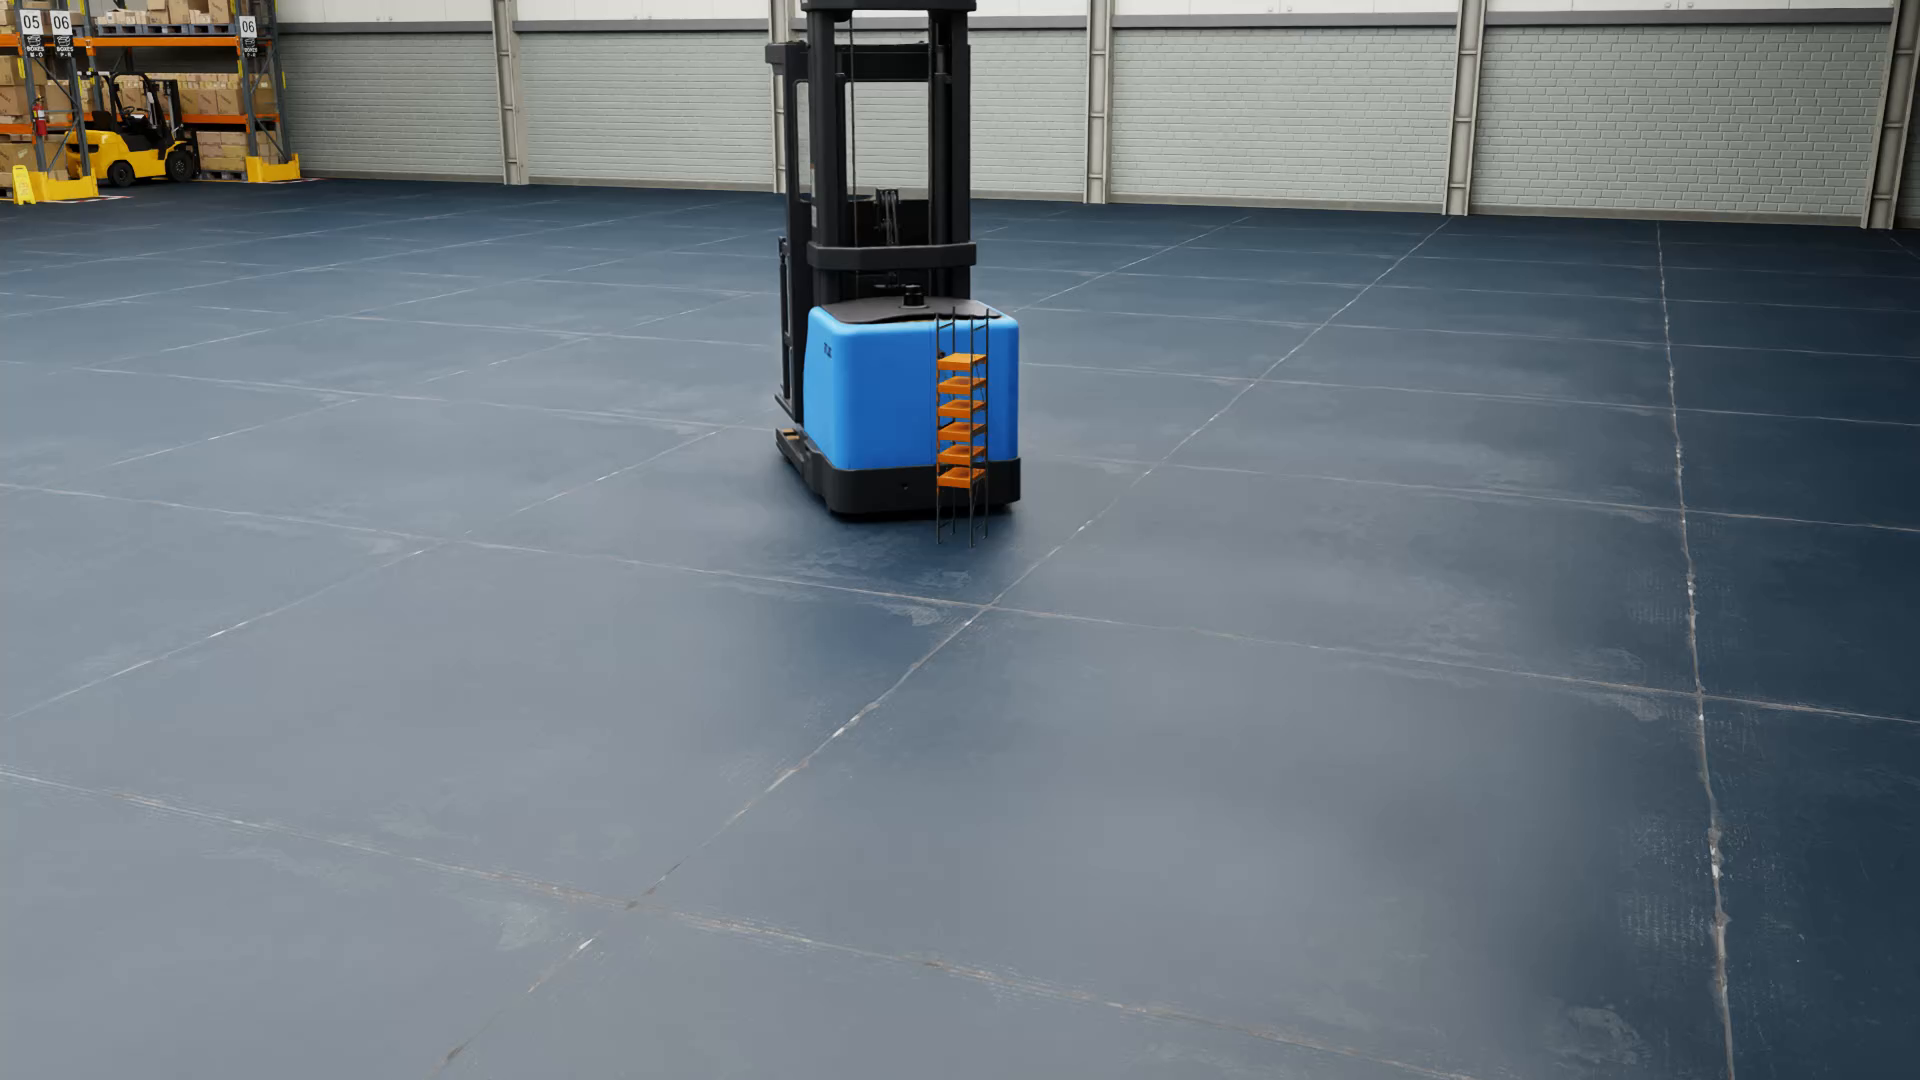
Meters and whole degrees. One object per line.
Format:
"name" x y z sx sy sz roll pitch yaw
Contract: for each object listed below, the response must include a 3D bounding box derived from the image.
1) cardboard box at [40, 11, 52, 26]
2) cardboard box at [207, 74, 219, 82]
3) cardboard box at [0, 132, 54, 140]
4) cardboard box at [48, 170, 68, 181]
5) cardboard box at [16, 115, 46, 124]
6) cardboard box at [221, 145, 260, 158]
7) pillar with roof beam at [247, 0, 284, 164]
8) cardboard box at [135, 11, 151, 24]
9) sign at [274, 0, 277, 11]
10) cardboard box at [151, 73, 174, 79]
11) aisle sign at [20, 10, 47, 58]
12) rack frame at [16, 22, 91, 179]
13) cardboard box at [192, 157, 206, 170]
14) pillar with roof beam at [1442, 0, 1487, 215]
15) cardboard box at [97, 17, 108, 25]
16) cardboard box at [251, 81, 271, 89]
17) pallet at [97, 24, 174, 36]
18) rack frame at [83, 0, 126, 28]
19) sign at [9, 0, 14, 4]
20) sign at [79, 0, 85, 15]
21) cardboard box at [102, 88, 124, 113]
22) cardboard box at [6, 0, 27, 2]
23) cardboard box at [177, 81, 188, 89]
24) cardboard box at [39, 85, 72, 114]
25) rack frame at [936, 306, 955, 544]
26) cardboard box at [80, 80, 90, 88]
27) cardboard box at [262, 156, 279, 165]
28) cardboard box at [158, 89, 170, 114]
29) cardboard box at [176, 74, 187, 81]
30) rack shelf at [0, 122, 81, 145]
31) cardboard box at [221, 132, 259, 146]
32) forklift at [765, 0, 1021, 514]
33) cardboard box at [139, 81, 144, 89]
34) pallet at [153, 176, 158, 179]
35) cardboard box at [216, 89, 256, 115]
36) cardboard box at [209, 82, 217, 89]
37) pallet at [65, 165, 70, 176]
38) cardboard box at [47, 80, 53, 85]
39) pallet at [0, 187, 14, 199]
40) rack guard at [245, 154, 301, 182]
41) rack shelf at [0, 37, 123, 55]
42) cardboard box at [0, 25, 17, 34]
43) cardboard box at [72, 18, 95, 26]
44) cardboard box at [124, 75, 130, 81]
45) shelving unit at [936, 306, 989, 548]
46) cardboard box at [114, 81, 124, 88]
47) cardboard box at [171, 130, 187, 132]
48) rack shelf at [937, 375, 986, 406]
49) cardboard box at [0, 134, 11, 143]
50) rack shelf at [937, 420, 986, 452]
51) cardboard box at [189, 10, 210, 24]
"cardboard box" -16.248 -9.158 29.195 0.500 0.250 0.500 6 17 20
"cardboard box" -14.965 -9.335 33.574 0.250 0.149 0.380 7 17 22
"cardboard box" -20.316 -8.562 36.291 0.625 0.625 0.875 7 18 22
"cardboard box" -16.527 -6.562 30.075 0.500 0.250 0.500 6 17 20
"cardboard box" -16.304 -7.389 29.195 0.250 0.149 0.380 7 18 22
"cardboard box" -14.628 -7.904 33.802 0.500 0.250 0.500 6 17 20
"pillar with roof beam" -15.957 -10.884 30.023 0.400 9.000 9.100 6 17 21
"cardboard box" -16.512 -10.618 33.798 0.258 0.266 0.396 6 17 19
"sign" -13.851 -10.856 33.597 0.005 0.325 0.100 6 17 21
"cardboard box" -16.366 -9.505 34.158 0.250 0.149 0.380 6 17 20
"aisle sign" -15.927 -8.693 28.576 0.004 0.787 0.394 6 17 21
"rack frame" -15.878 -7.526 29.219 0.127 3.000 1.000 6 17 21
"cardboard box" -15.534 -7.768 34.231 0.500 0.250 0.500 6 17 21
"pillar with roof beam" 6.369 -8.429 21.566 0.400 9.000 9.100 6 17 21
"cardboard box" -17.475 -10.668 34.179 0.250 0.149 0.380 7 17 22
"cardboard box" -14.280 -9.276 33.902 0.250 0.149 0.380 6 17 19
"pallet" -16.978 -10.541 34.381 1.213 0.211 1.003 6 17 21
"rack frame" -17.781 -12.104 34.228 0.127 3.000 1.000 6 17 21
"sign" -16.100 -9.250 28.189 0.005 0.325 0.100 6 17 21
"sign" -17.971 -10.922 34.042 0.005 0.325 0.100 6 17 21
"cardboard box" -17.464 -9.158 34.661 0.500 0.500 0.500 6 17 19
"cardboard box" -19.971 -11.129 35.137 0.500 0.500 0.500 7 17 22
"cardboard box" -15.688 -9.261 33.852 0.250 0.149 0.380 6 17 21
"cardboard box" -16.217 -7.838 29.578 0.500 0.500 0.500 6 17 20
"rack frame" -0.072 -0.584 8.534 0.006 1.200 0.240 6 17 21
"cardboard box" -18.427 -9.582 34.957 0.250 0.149 0.380 6 17 20
"cardboard box" -14.445 -7.796 34.327 0.500 0.250 0.500 6 17 21
"cardboard box" -16.042 -9.001 34.118 0.500 0.500 0.500 6 17 21
"cardboard box" -15.695 -9.403 33.807 0.250 0.149 0.380 7 17 22
"rack shelf" -17.738 -7.386 30.024 4.000 0.370 1.077 6 17 21
"cardboard box" -14.603 -8.142 33.724 0.500 0.250 0.500 7 18 22
"forklift" -0.540 -1.917 10.020 1.130 2.935 3.031 -4 17 -14
"cardboard box" -16.641 -9.365 34.209 0.250 0.149 0.380 6 17 20
"pallet" -17.057 -7.792 35.135 1.213 0.211 1.003 6 17 21
"cardboard box" -14.614 -8.844 33.580 0.500 0.500 0.500 6 17 19
"cardboard box" -14.953 -9.197 33.632 0.250 0.149 0.380 7 17 22
"pallet" -18.481 -7.950 35.678 1.213 0.211 1.003 6 17 21
"cardboard box" -19.149 -9.656 35.212 0.250 0.149 0.380 6 17 19
"pallet" -16.691 -6.287 29.952 1.213 0.211 1.003 6 17 21
"rack guard" -14.038 -7.611 33.995 0.348 0.500 1.175 6 17 21
"rack shelf" -19.642 -10.523 35.451 4.000 0.370 1.077 6 17 21
"cardboard box" -16.312 -8.810 28.712 0.250 0.149 0.380 6 17 21
"cardboard box" -18.499 -10.931 35.083 0.250 0.149 0.380 6 17 21
"cardboard box" -17.077 -9.589 34.448 0.250 0.149 0.380 6 17 20
"shelving unit" 0.013 -0.575 8.501 0.189 1.200 0.258 6 17 21
"cardboard box" -17.340 -9.456 34.523 0.250 0.149 0.380 7 17 22
"cardboard box" -16.022 -8.295 34.253 0.500 0.250 0.500 6 17 20
"rack shelf" 0.013 -0.763 8.447 0.180 0.103 0.258 6 17 21
"cardboard box" -17.085 -7.114 29.468 0.250 0.149 0.380 7 18 22
"rack shelf" 0.013 -0.532 8.514 0.180 0.103 0.258 6 17 21
"cardboard box" -15.178 -10.472 33.293 0.258 0.266 0.396 6 17 21
